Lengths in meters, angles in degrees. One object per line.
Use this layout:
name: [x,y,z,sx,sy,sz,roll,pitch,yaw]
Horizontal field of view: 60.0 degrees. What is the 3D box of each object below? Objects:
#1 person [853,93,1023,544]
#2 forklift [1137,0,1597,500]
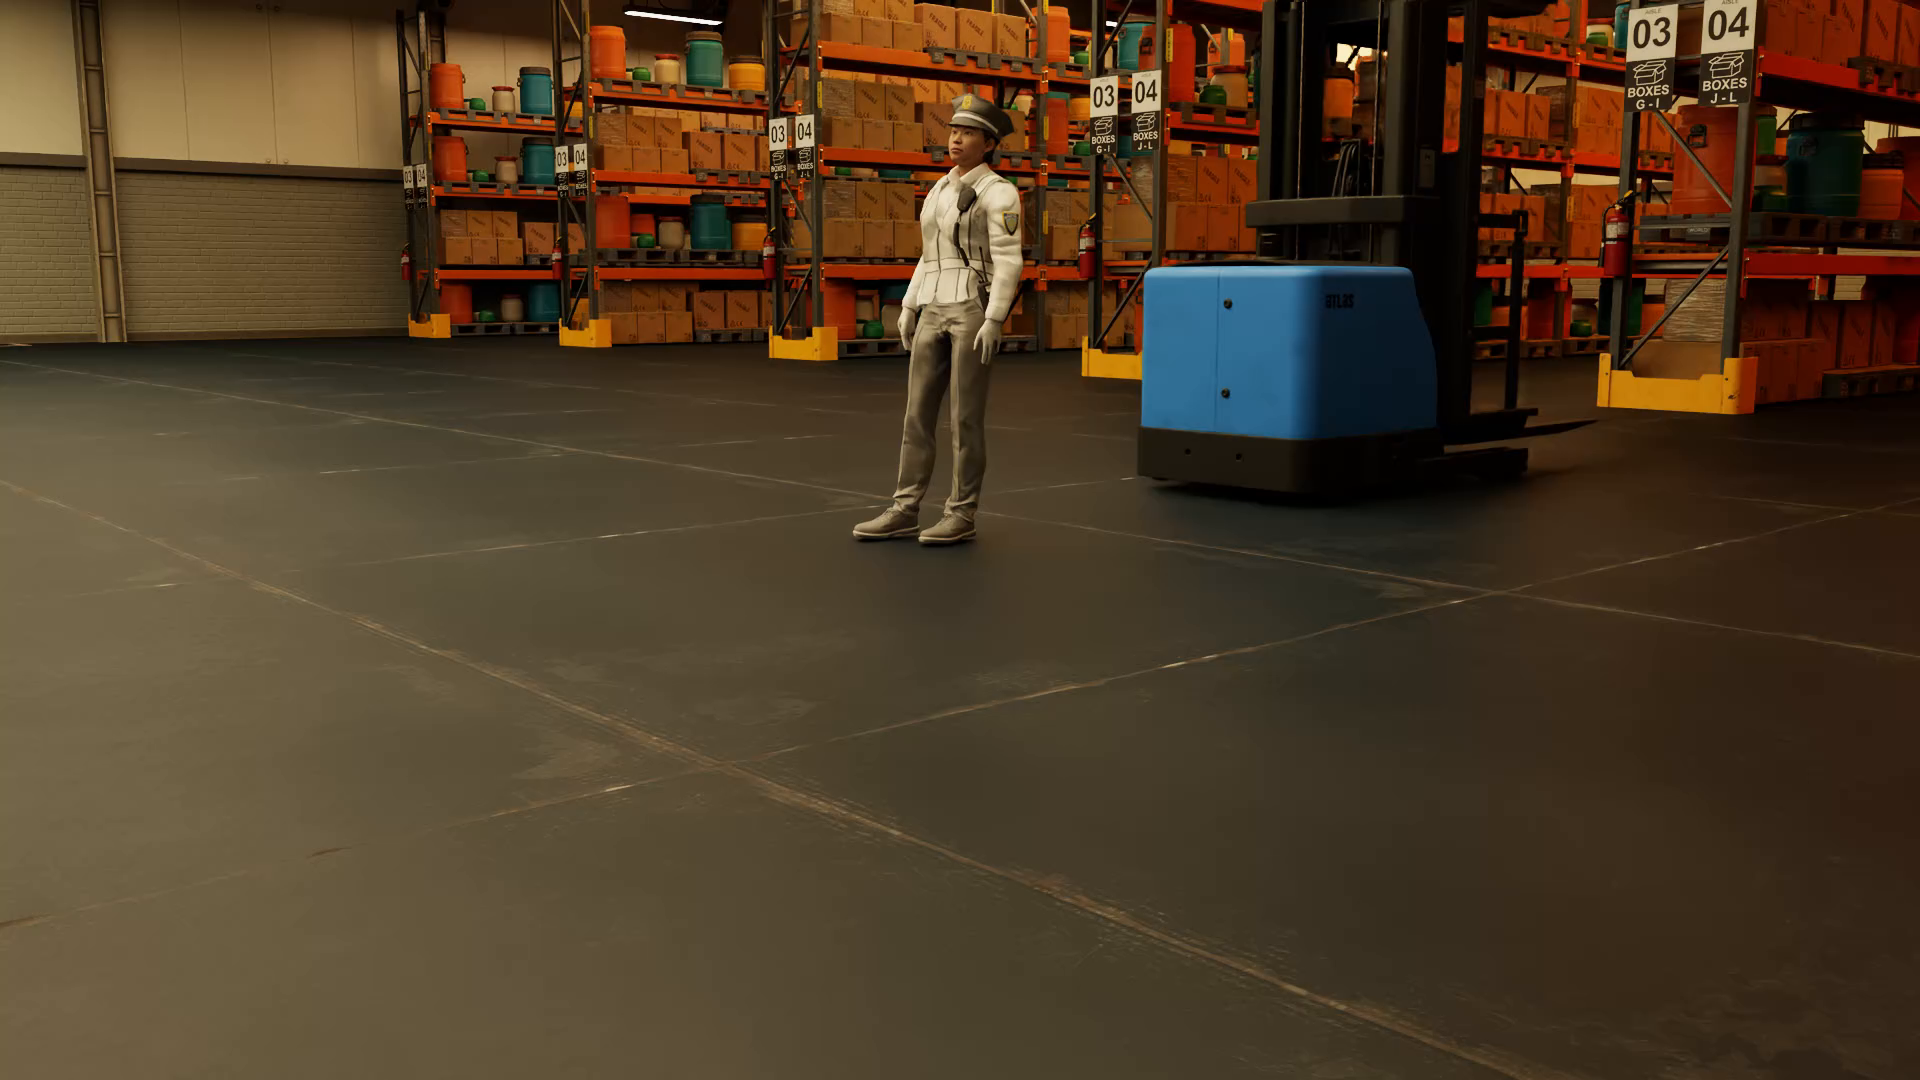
person: [-0.055,-0.839,6.370,0.533,1.696,0.588,-8,12,-40]
forklift: [2.295,-1.793,8.542,3.031,2.935,1.130,-8,12,-42]
